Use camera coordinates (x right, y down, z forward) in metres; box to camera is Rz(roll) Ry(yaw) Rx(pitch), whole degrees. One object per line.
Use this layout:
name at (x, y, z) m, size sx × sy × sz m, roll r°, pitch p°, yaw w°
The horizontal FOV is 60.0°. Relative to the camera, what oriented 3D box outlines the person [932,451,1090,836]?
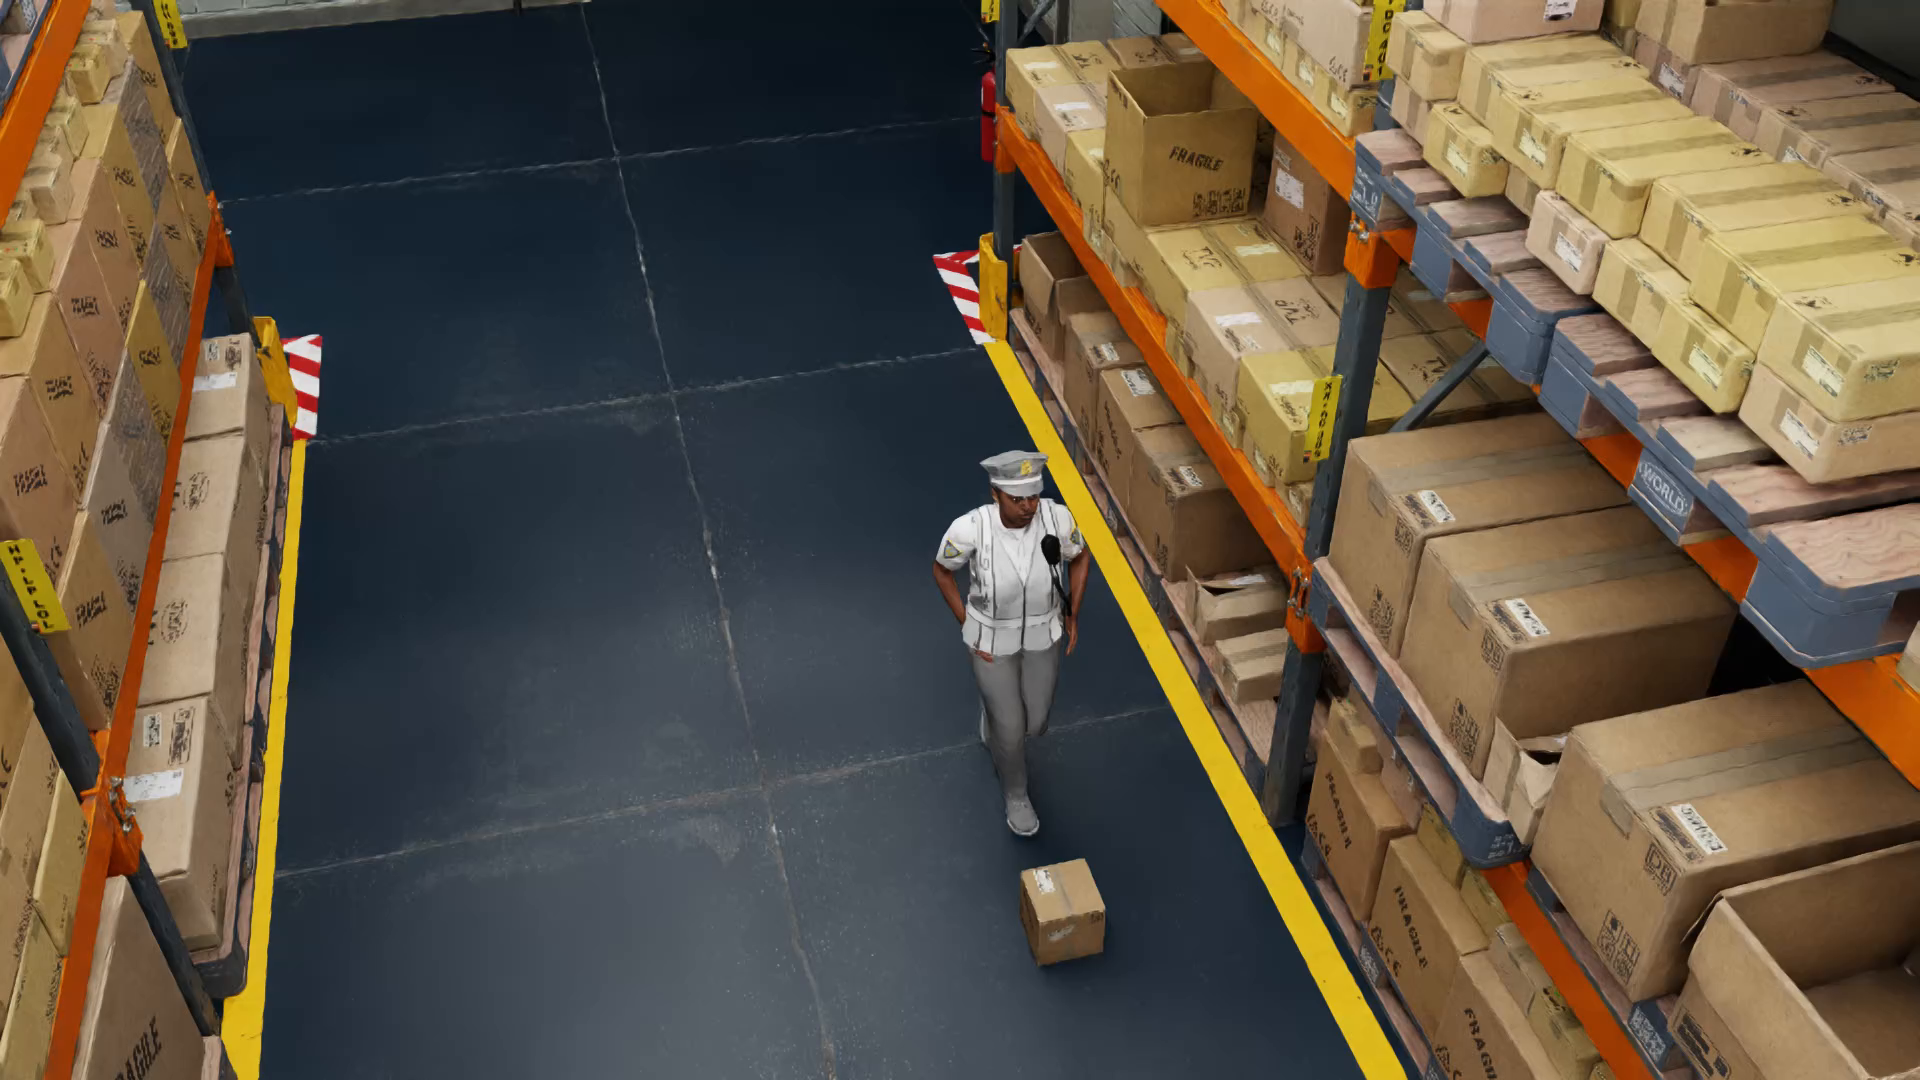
person at (0.209, 0.329, 6.284) m, size 0.593 × 1.669 × 0.649 m, roll -8°, pitch 39°, yaw -10°
